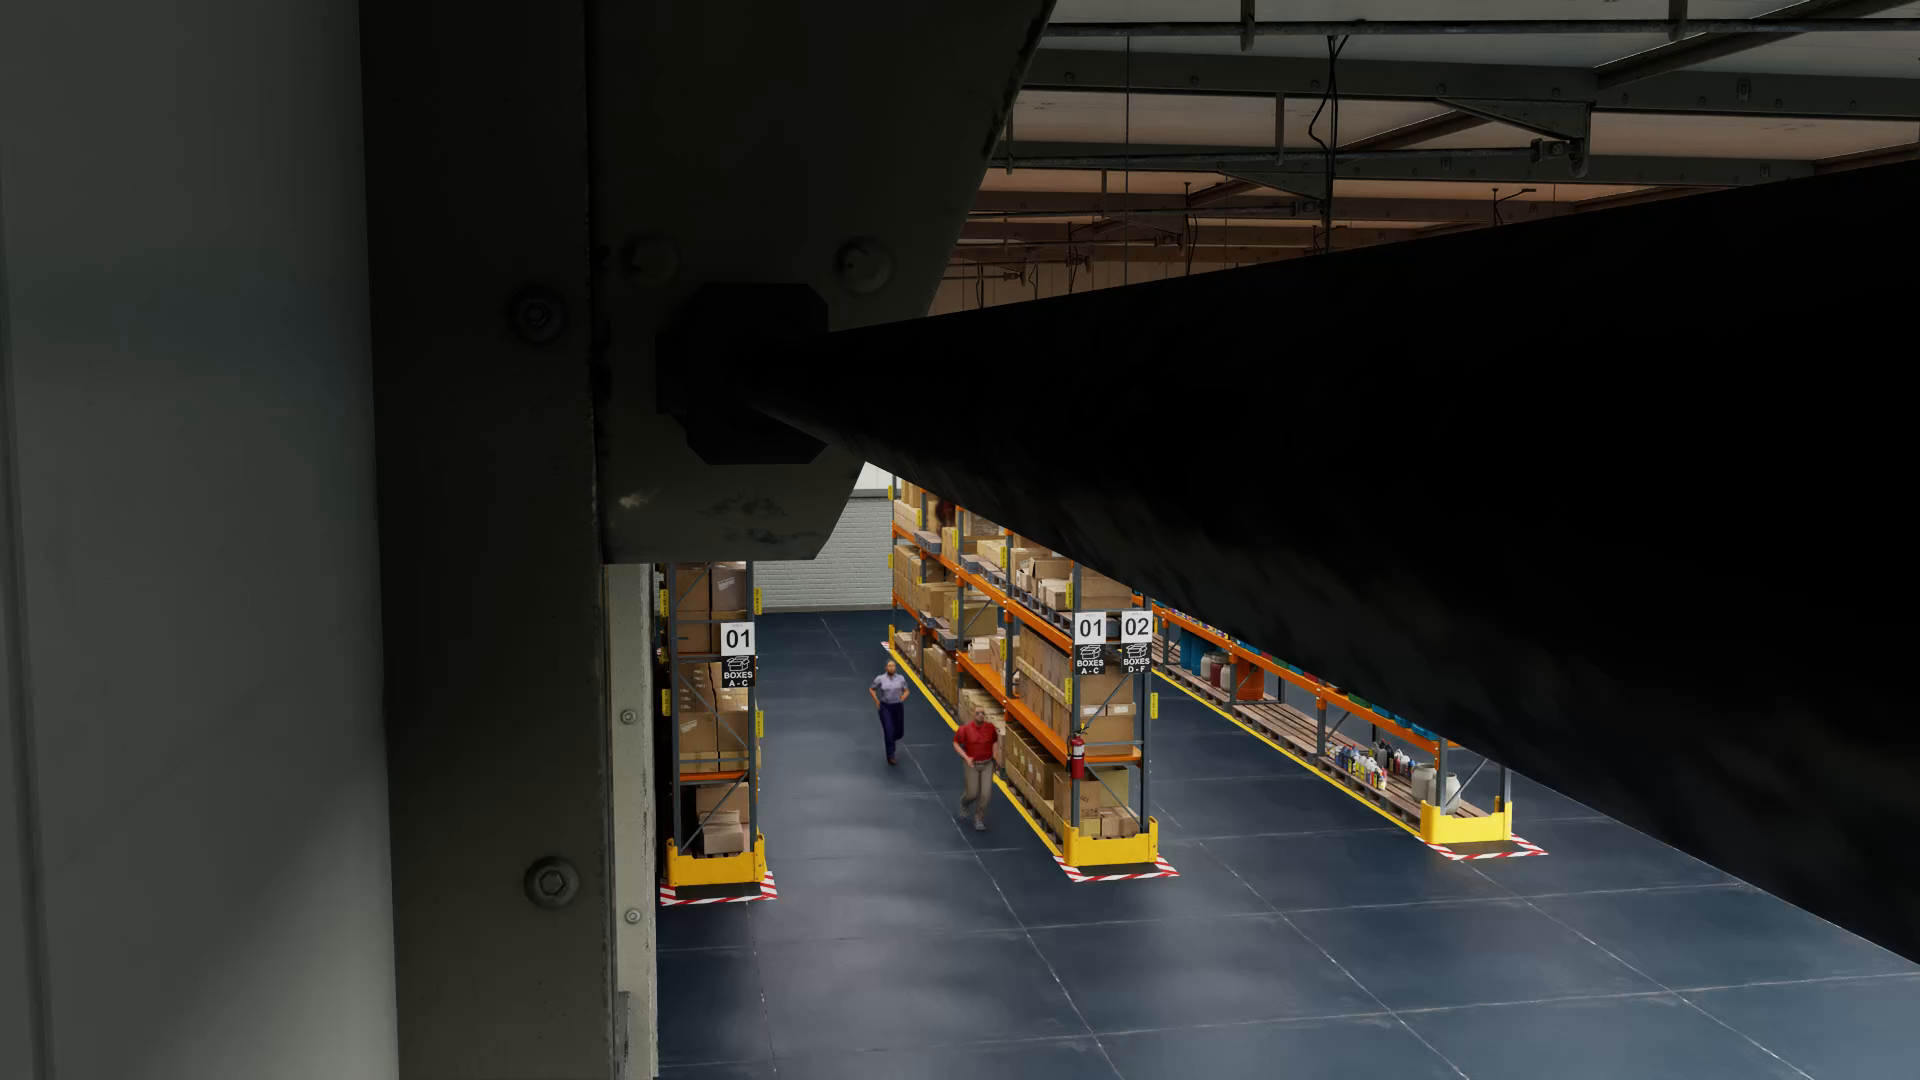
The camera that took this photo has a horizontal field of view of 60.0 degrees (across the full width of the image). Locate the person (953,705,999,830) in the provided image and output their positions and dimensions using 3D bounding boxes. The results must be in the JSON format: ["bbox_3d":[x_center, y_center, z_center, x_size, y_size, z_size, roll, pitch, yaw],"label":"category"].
[{"bbox_3d":[0.234,3.061,22.537,0.649,1.680,0.595,-2,7,-18],"label":"person"}]

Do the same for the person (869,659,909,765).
[{"bbox_3d":[-1.104,2.686,26.312,0.620,1.613,0.823,-2,6,-18],"label":"person"}]
